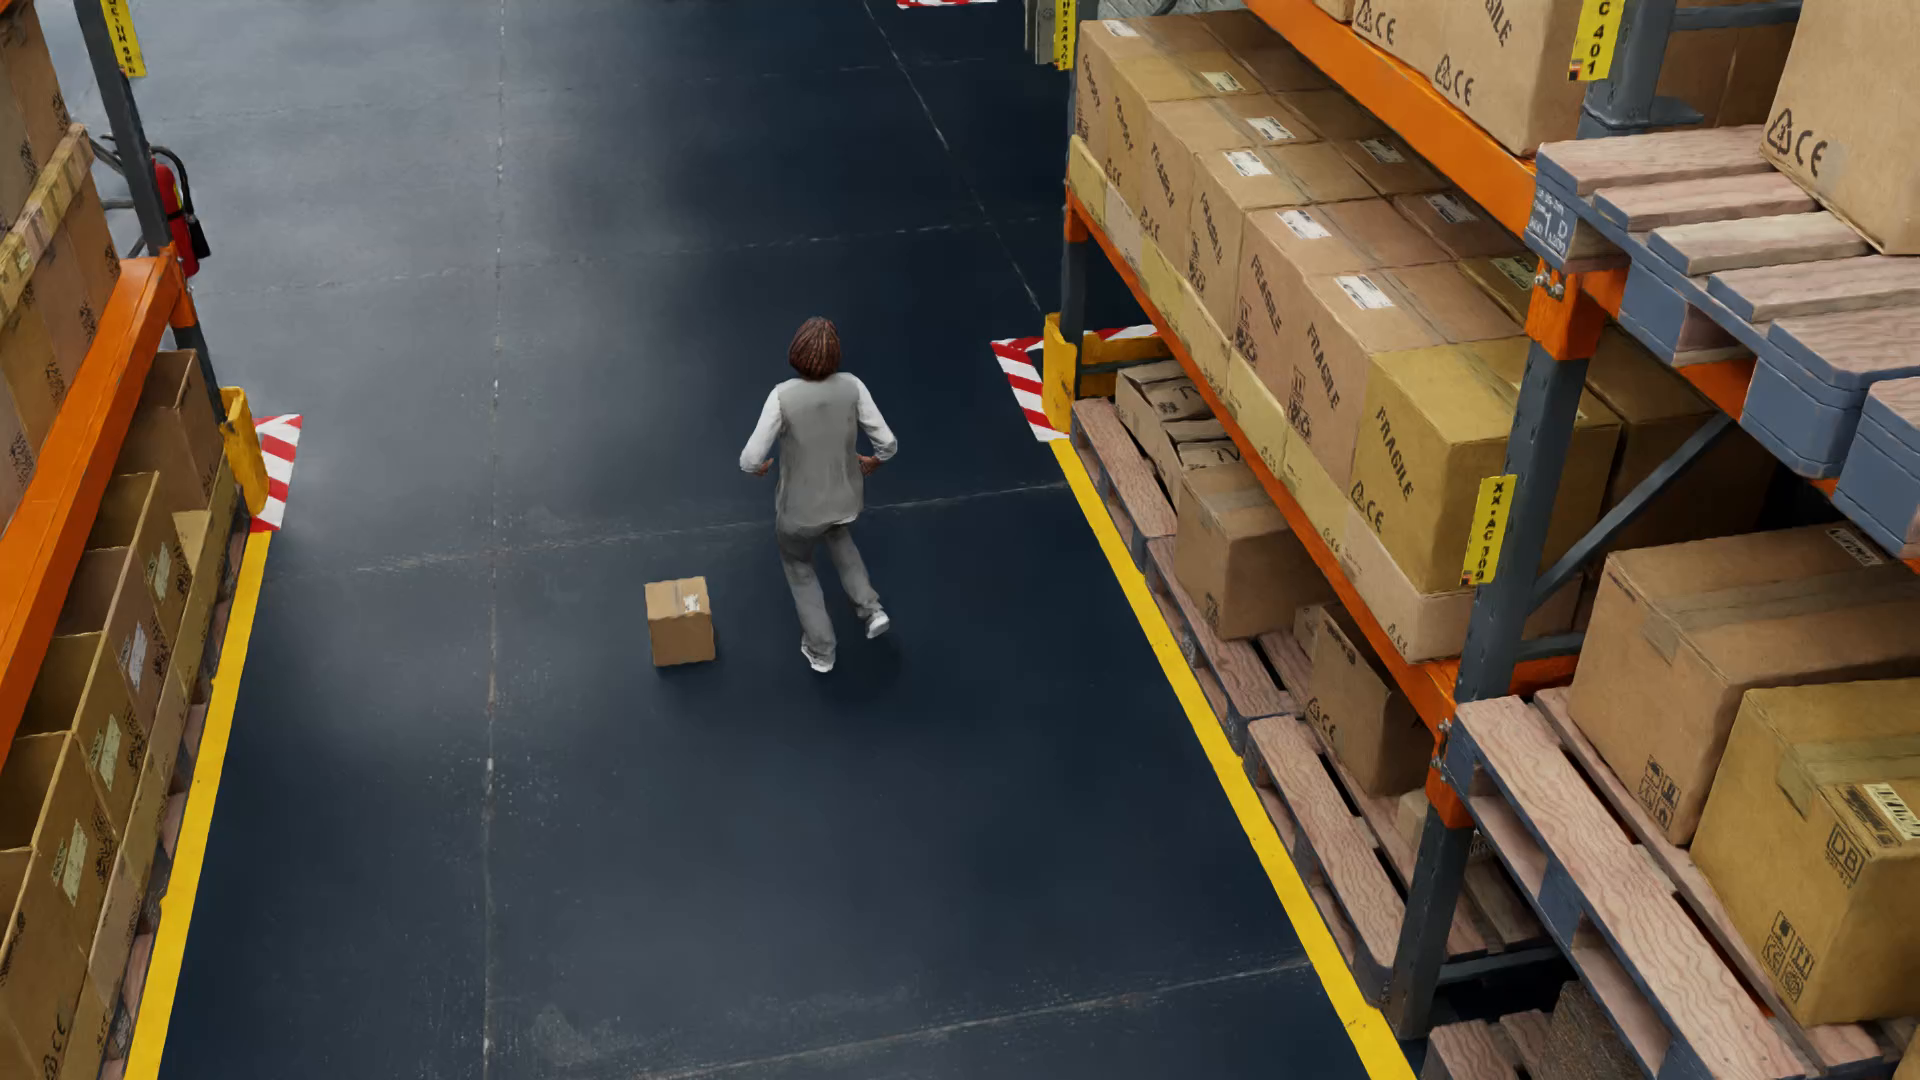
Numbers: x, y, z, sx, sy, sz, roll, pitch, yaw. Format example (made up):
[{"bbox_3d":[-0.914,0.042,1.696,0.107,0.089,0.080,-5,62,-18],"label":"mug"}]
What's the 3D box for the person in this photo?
[{"bbox_3d":[-0.575,-0.169,6.427,0.579,1.567,0.436,-17,38,-23],"label":"person"}]
